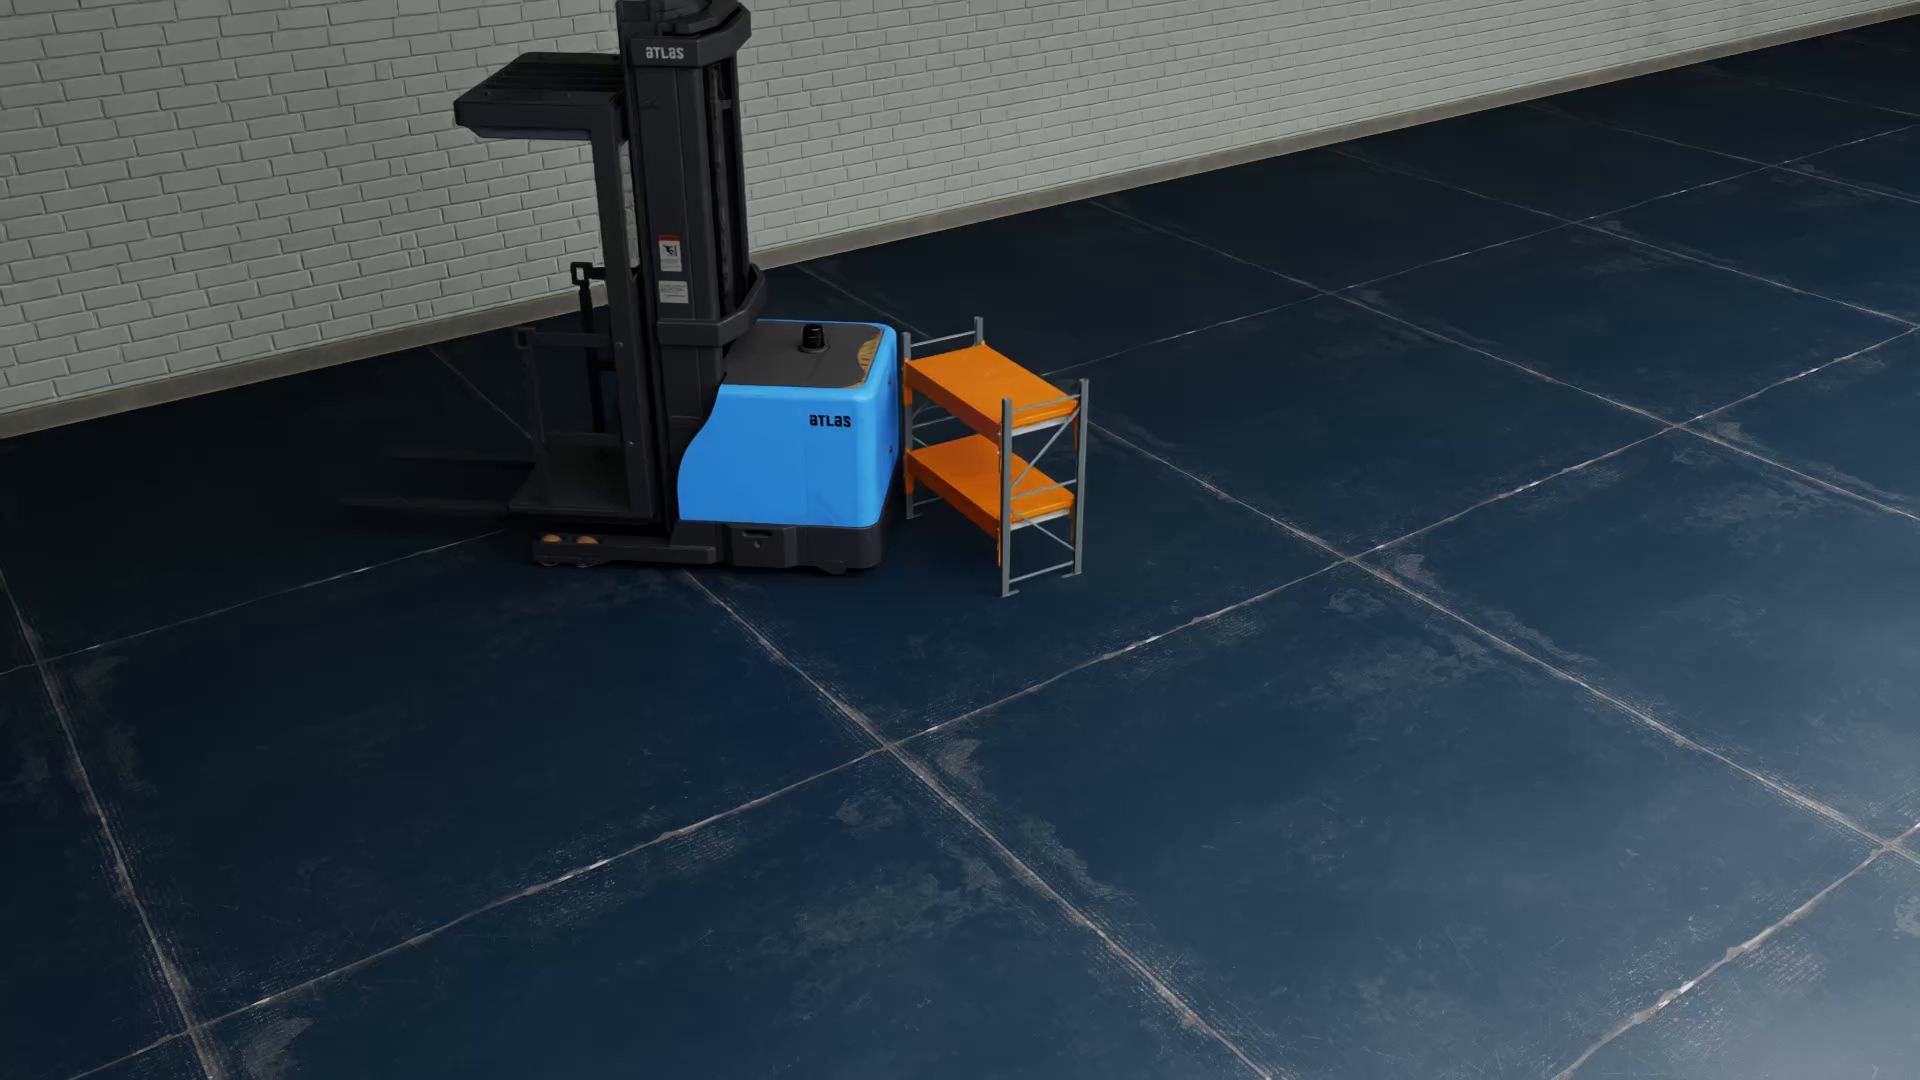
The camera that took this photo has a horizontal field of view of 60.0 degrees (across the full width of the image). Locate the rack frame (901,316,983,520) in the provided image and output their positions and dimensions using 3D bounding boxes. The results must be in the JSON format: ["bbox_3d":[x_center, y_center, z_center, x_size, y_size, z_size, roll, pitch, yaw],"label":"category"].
[{"bbox_3d":[-0.095,-0.673,9.311,0.500,1.125,0.032,-16,32,-27],"label":"rack frame"}]

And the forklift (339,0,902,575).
[{"bbox_3d":[-1.886,-1.386,8.731,3.031,2.935,1.130,3,29,5],"label":"forklift"}]

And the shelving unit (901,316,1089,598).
[{"bbox_3d":[0.166,-0.465,8.927,0.538,1.125,1.048,-16,32,-27],"label":"shelving unit"}]

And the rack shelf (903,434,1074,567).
[{"bbox_3d":[0.166,-0.250,9.044,0.538,0.278,1.000,-16,32,-27],"label":"rack shelf"}]

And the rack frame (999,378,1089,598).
[{"bbox_3d":[0.427,-0.257,8.544,0.500,1.125,0.032,-16,32,-27],"label":"rack frame"}]

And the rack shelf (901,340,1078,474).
[{"bbox_3d":[0.166,-0.722,8.788,0.538,0.278,1.000,-16,32,-27],"label":"rack shelf"}]
